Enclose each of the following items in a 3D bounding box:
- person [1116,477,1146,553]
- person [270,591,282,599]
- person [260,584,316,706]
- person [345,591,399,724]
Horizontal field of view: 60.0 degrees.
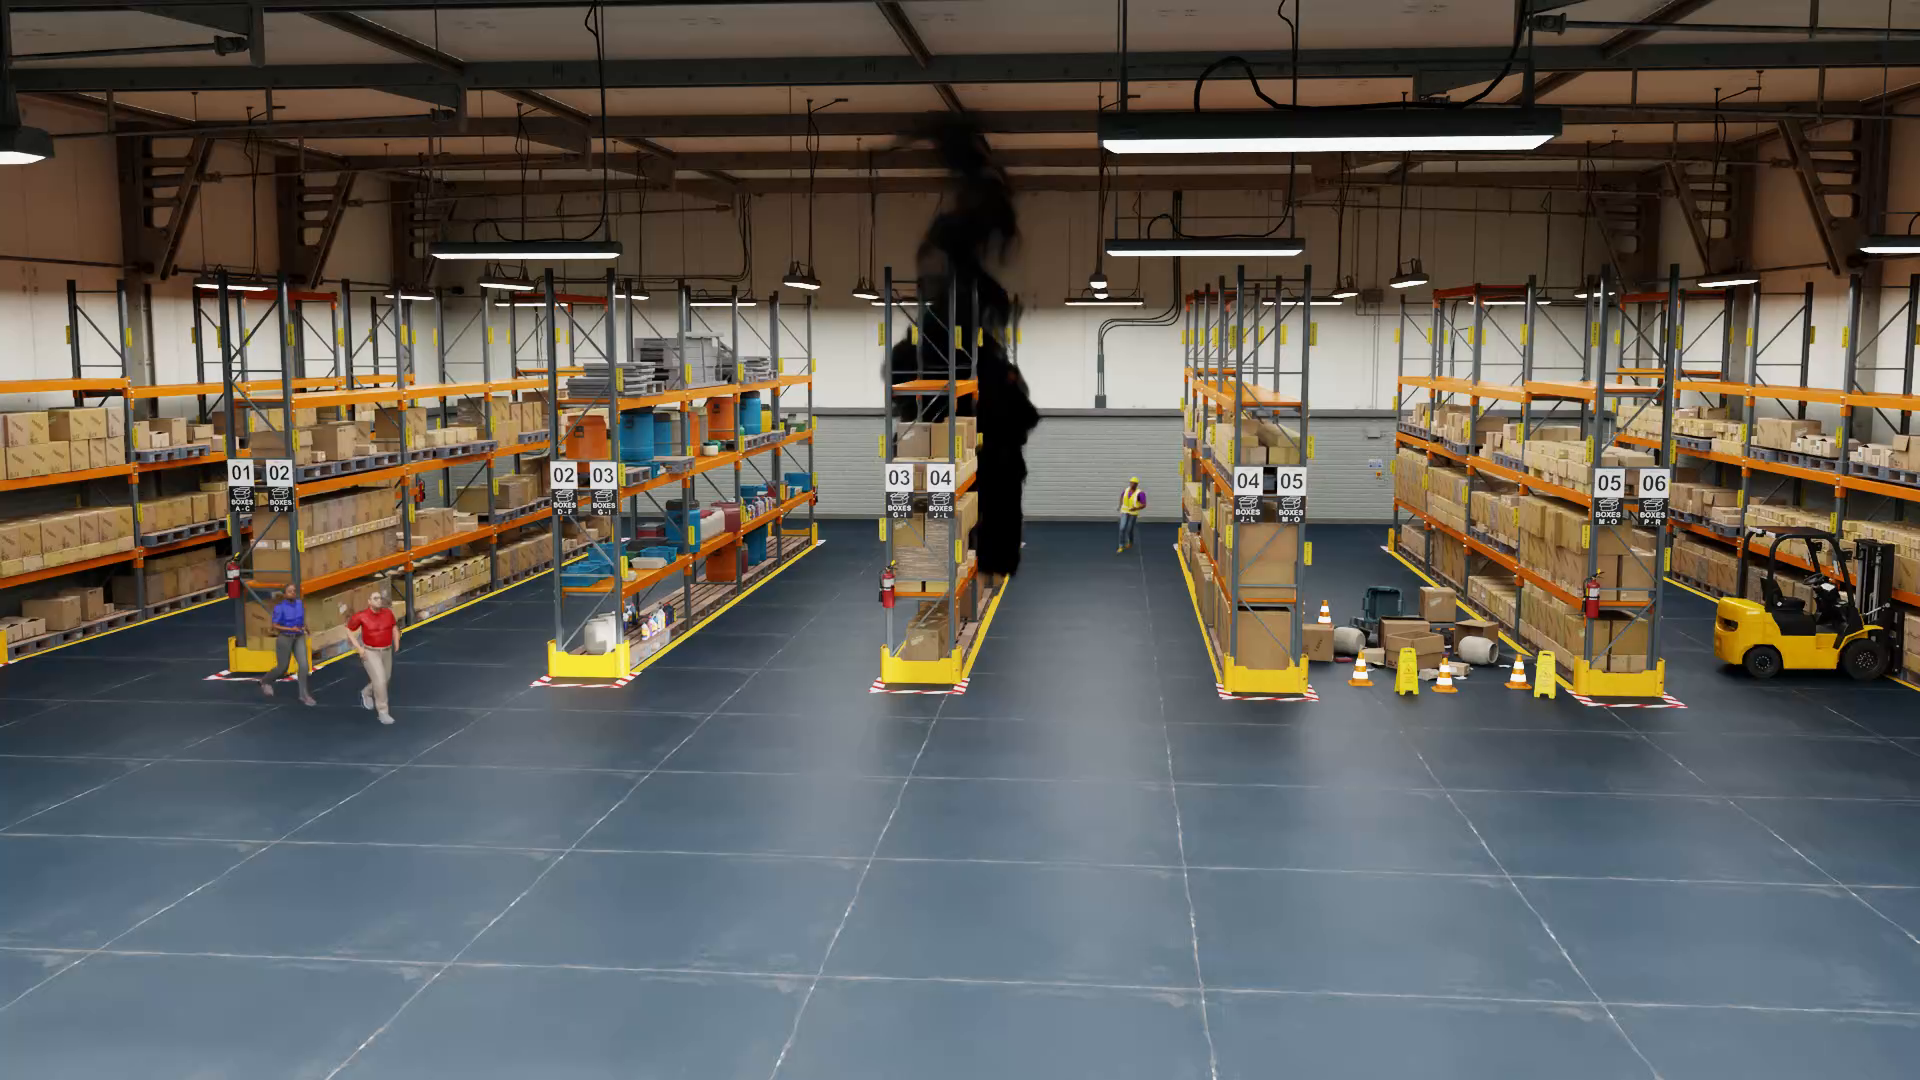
[{"bbox_3d":[4.024,-0.598,39.017,0.723,1.763,0.842,3,8,23],"label":"person"},{"bbox_3d":[-11.659,0.662,28.587,0.678,1.747,0.992,1,7,5],"label":"person"},{"bbox_3d":[-9.224,1.419,22.865,0.931,1.670,0.588,5,8,34],"label":"person"},{"bbox_3d":[-7.701,1.519,21.883,0.868,1.730,0.675,5,9,37],"label":"person"}]
